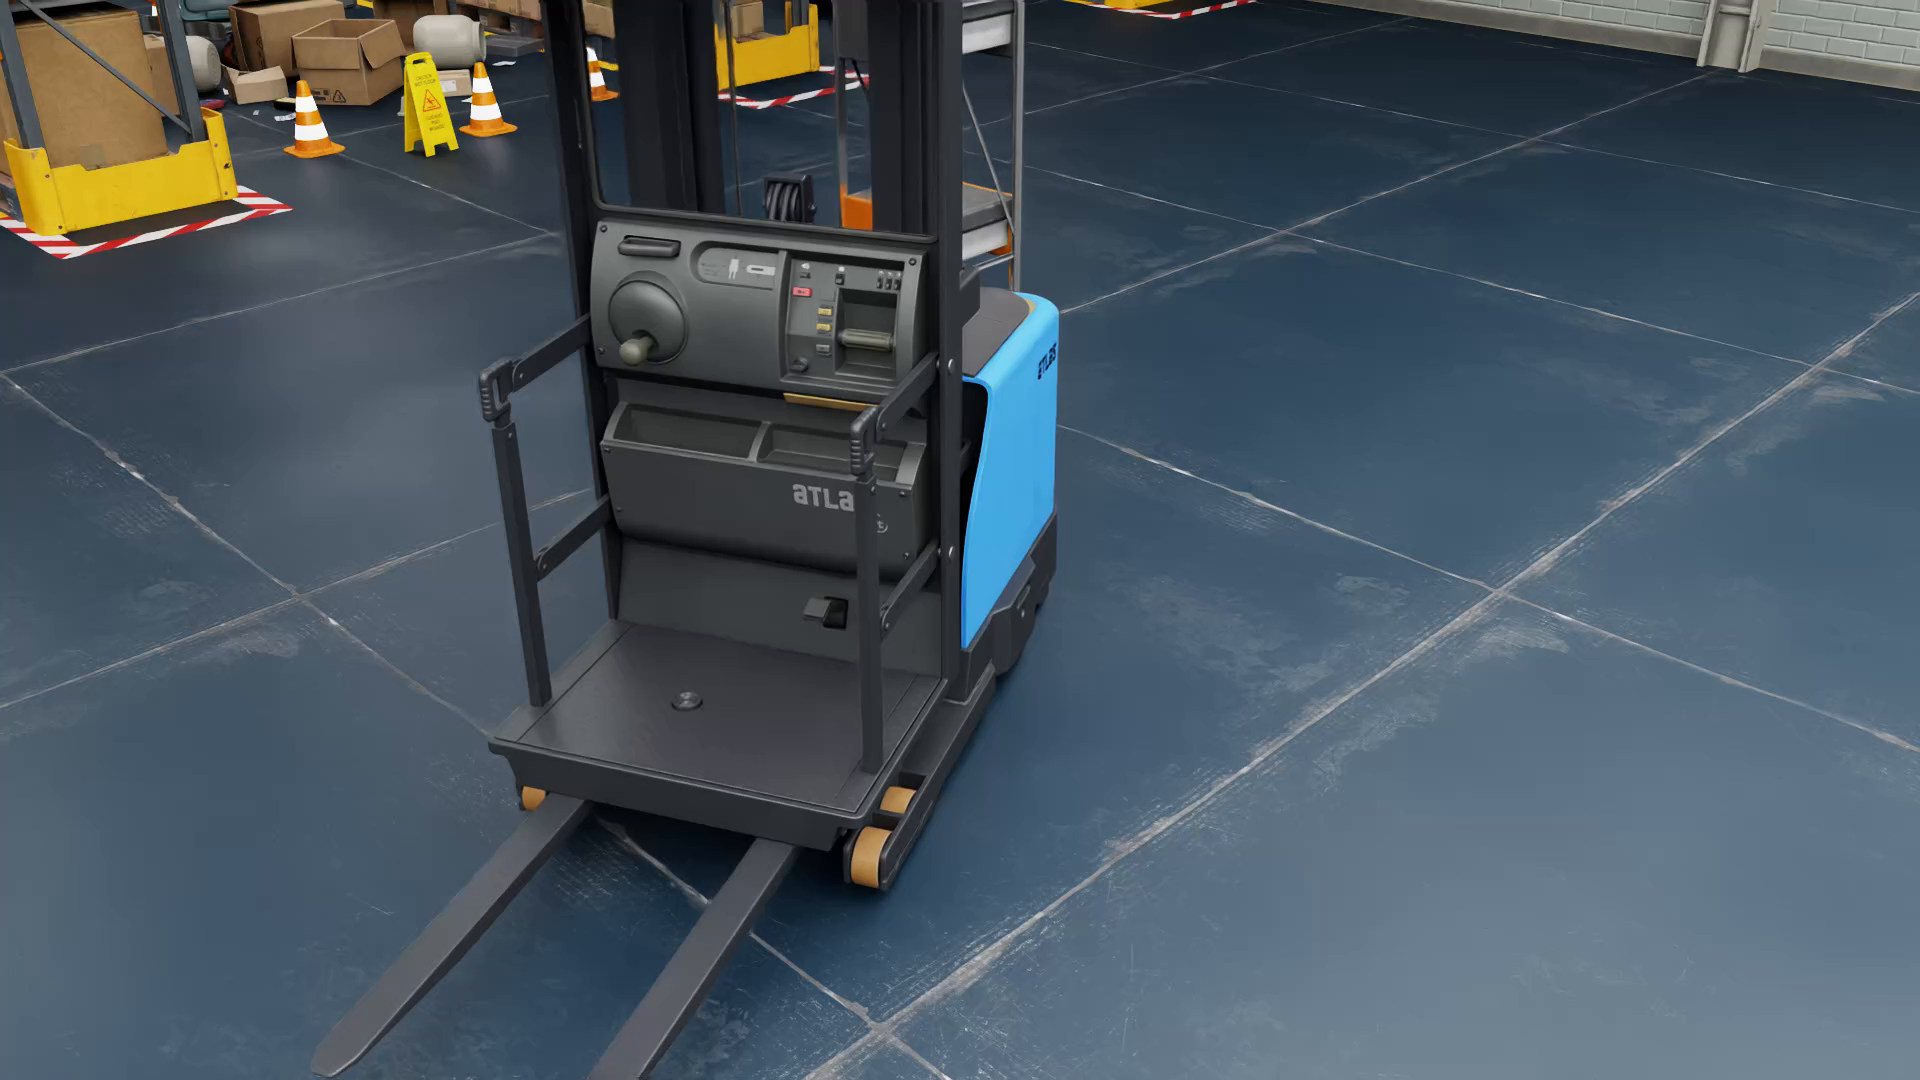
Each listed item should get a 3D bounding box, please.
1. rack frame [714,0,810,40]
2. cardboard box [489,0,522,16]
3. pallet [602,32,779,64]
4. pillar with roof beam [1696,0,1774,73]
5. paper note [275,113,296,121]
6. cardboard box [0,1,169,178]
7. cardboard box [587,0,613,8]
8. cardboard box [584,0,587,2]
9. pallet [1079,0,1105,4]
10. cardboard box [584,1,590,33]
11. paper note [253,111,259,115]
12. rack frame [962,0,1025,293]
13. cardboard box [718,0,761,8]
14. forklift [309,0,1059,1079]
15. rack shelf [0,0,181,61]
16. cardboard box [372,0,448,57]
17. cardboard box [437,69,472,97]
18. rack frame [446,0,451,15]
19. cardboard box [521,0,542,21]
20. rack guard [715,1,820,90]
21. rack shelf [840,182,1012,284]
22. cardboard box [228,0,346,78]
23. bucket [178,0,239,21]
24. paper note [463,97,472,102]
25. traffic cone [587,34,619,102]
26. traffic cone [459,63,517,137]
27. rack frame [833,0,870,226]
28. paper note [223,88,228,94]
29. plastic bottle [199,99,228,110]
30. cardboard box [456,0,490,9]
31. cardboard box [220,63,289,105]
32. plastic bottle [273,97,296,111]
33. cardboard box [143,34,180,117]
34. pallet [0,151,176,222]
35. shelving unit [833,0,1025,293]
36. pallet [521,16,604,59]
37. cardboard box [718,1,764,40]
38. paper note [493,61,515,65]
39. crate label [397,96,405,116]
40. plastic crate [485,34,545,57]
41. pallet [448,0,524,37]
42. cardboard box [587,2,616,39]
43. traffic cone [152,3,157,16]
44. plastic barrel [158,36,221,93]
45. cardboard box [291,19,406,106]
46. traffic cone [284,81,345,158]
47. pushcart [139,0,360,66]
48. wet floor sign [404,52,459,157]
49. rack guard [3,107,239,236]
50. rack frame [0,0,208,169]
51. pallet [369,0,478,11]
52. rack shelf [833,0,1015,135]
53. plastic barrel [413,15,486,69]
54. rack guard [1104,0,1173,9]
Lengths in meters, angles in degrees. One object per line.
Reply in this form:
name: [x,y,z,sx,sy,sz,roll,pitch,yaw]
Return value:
rack frame: [-1.592,-4.998,12.533,0.127,3.000,1.000,25,36,38]
cardboard box: [-3.824,-4.820,14.696,0.500,0.250,0.500,-23,35,-36]
pallet: [-2.201,-4.066,13.755,1.213,0.211,1.003,25,36,38]
pillar with roof beam: [3.281,-6.442,8.832,0.400,9.000,9.100,25,36,38]
paper note: [-4.889,-3.069,12.056,0.144,0.017,0.142,-13,30,-22]
cardboard box: [-5.520,-2.767,10.122,0.875,0.875,0.875,25,37,39]
cardboard box: [-2.721,-4.643,13.555,0.500,0.500,0.500,-24,36,-37]
cardboard box: [-3.076,-4.810,13.872,0.500,0.500,0.500,24,36,37]
pallet: [1.310,-5.648,16.765,1.213,0.211,1.003,25,36,38]
cardboard box: [-3.098,-4.482,14.054,0.500,0.250,0.500,23,35,37]
paper note: [-5.168,-3.138,12.207,0.032,0.001,0.123,-7,29,-14]
rack frame: [0.078,-0.952,5.804,0.015,2.100,0.400,22,35,36]
cardboard box: [-1.991,-4.662,13.590,0.500,0.500,0.500,23,36,37]
forklift: [-0.611,-0.572,4.189,1.130,2.935,3.031,9,29,16]
rack shelf: [-6.417,-3.657,10.754,4.000,0.370,1.077,25,36,38]
cardboard box: [-4.634,-4.397,14.072,0.500,0.500,0.500,-3,28,-5]
cardboard box: [-3.943,-3.494,12.734,0.380,0.149,0.250,-7,29,-14]
rack frame: [-4.444,-6.303,15.015,0.127,3.000,1.000,25,36,38]
cardboard box: [-3.444,-4.648,14.369,0.500,0.250,0.500,24,36,38]
rack guard: [-1.646,-3.917,13.162,0.348,0.500,1.175,25,36,38]
rack shelf: [-0.105,-1.015,5.953,0.480,0.518,0.431,22,35,36]
cardboard box: [-5.292,-3.989,13.149,0.503,0.637,0.797,25,36,38]
bucket: [-6.129,-4.572,13.607,0.726,0.611,0.620,-13,20,-22]
paper note: [-3.662,-3.332,12.554,0.142,0.019,0.148,12,30,22]
traffic cone: [-2.803,-3.588,12.576,0.334,0.463,0.336,25,36,38]
traffic cone: [-3.339,-3.108,11.664,0.334,0.463,0.336,25,36,38]
rack frame: [-0.288,-1.102,6.090,0.015,2.100,0.400,22,35,36]
paper note: [-5.592,-3.474,12.833,0.172,0.023,0.155,-13,30,-22]
plastic bottle: [-5.561,-3.212,12.293,0.133,0.061,0.283,12,30,22]
cardboard box: [-4.213,-4.990,15.021,0.500,0.250,0.500,23,35,36]
cardboard box: [-5.326,-3.468,12.560,0.396,0.266,0.258,-18,33,-31]
plastic bottle: [-4.993,-3.238,12.343,0.283,0.061,0.133,12,30,22]
cardboard box: [-6.016,-3.357,12.094,0.500,0.500,0.500,-18,33,-31]
pallet: [-5.616,-2.323,10.442,1.213,0.211,1.003,25,36,38]
shelving unit: [-0.105,-1.027,5.947,0.503,2.100,0.431,22,35,36]
pallet: [-3.067,-4.464,14.512,1.213,0.211,1.003,25,36,38]
cardboard box: [-1.974,-4.322,13.750,0.500,0.250,0.500,24,36,38]
paper note: [-3.750,-3.931,13.693,0.148,0.019,0.142,12,30,22]
crate label: [-3.943,-3.200,12.189,0.298,0.136,0.250,7,29,13]
plastic crate: [-3.900,-4.227,14.203,0.583,0.080,0.402,12,30,22]
pallet: [-3.941,-4.862,15.269,1.213,0.211,1.003,25,36,38]
cardboard box: [-2.721,-4.313,13.733,0.500,0.250,0.500,25,37,39]
traffic cone: [-7.218,-4.883,15.040,0.334,0.463,0.336,25,36,38]
plastic barrel: [-5.958,-3.626,12.692,0.512,0.421,0.421,-3,28,-5]
cardboard box: [-4.620,-3.626,12.606,0.637,0.503,0.797,2,28,4]
traffic cone: [-4.374,-2.844,11.162,0.334,0.463,0.336,25,36,38]
pushcart: [-6.007,-4.370,14.155,0.936,0.377,1.648,12,30,22]
wet floor sign: [-3.582,-2.928,11.126,0.232,0.644,0.267,18,33,30]
rack guard: [-4.973,-2.208,9.913,0.348,0.500,1.175,25,36,38]
rack frame: [-4.991,-3.323,9.346,0.127,3.000,1.000,25,36,38]
pallet: [-5.001,-5.323,16.146,1.213,0.211,1.003,25,36,38]
rack shelf: [-0.105,-1.634,5.627,0.480,0.518,0.431,22,35,36]
plastic barrel: [-4.126,-4.030,13.459,0.512,0.421,0.421,-3,28,-5]
rack guard: [1.902,-5.533,16.235,0.348,0.500,1.175,25,36,38]
